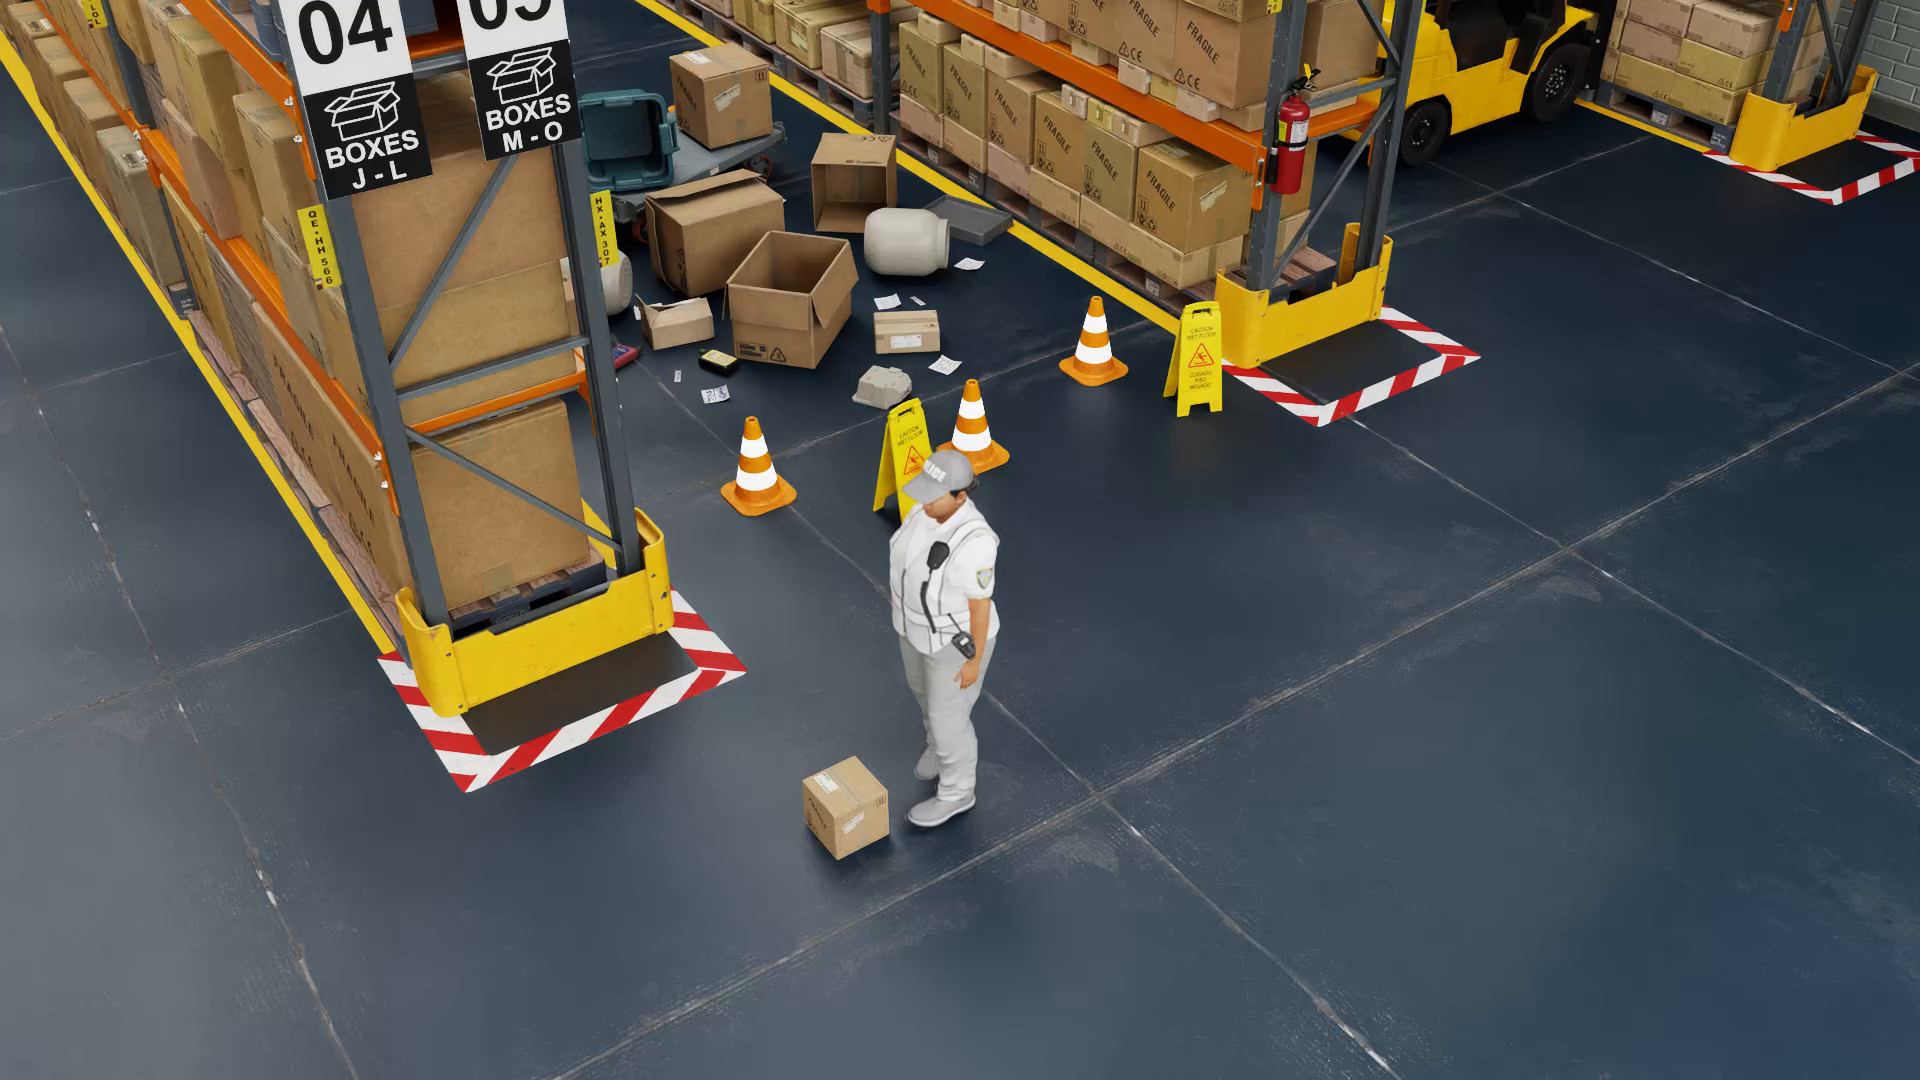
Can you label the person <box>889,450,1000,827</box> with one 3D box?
[{"bbox_3d":[-0.085,0.379,6.509,0.445,1.687,0.479,-21,42,-26],"label":"person"}]
